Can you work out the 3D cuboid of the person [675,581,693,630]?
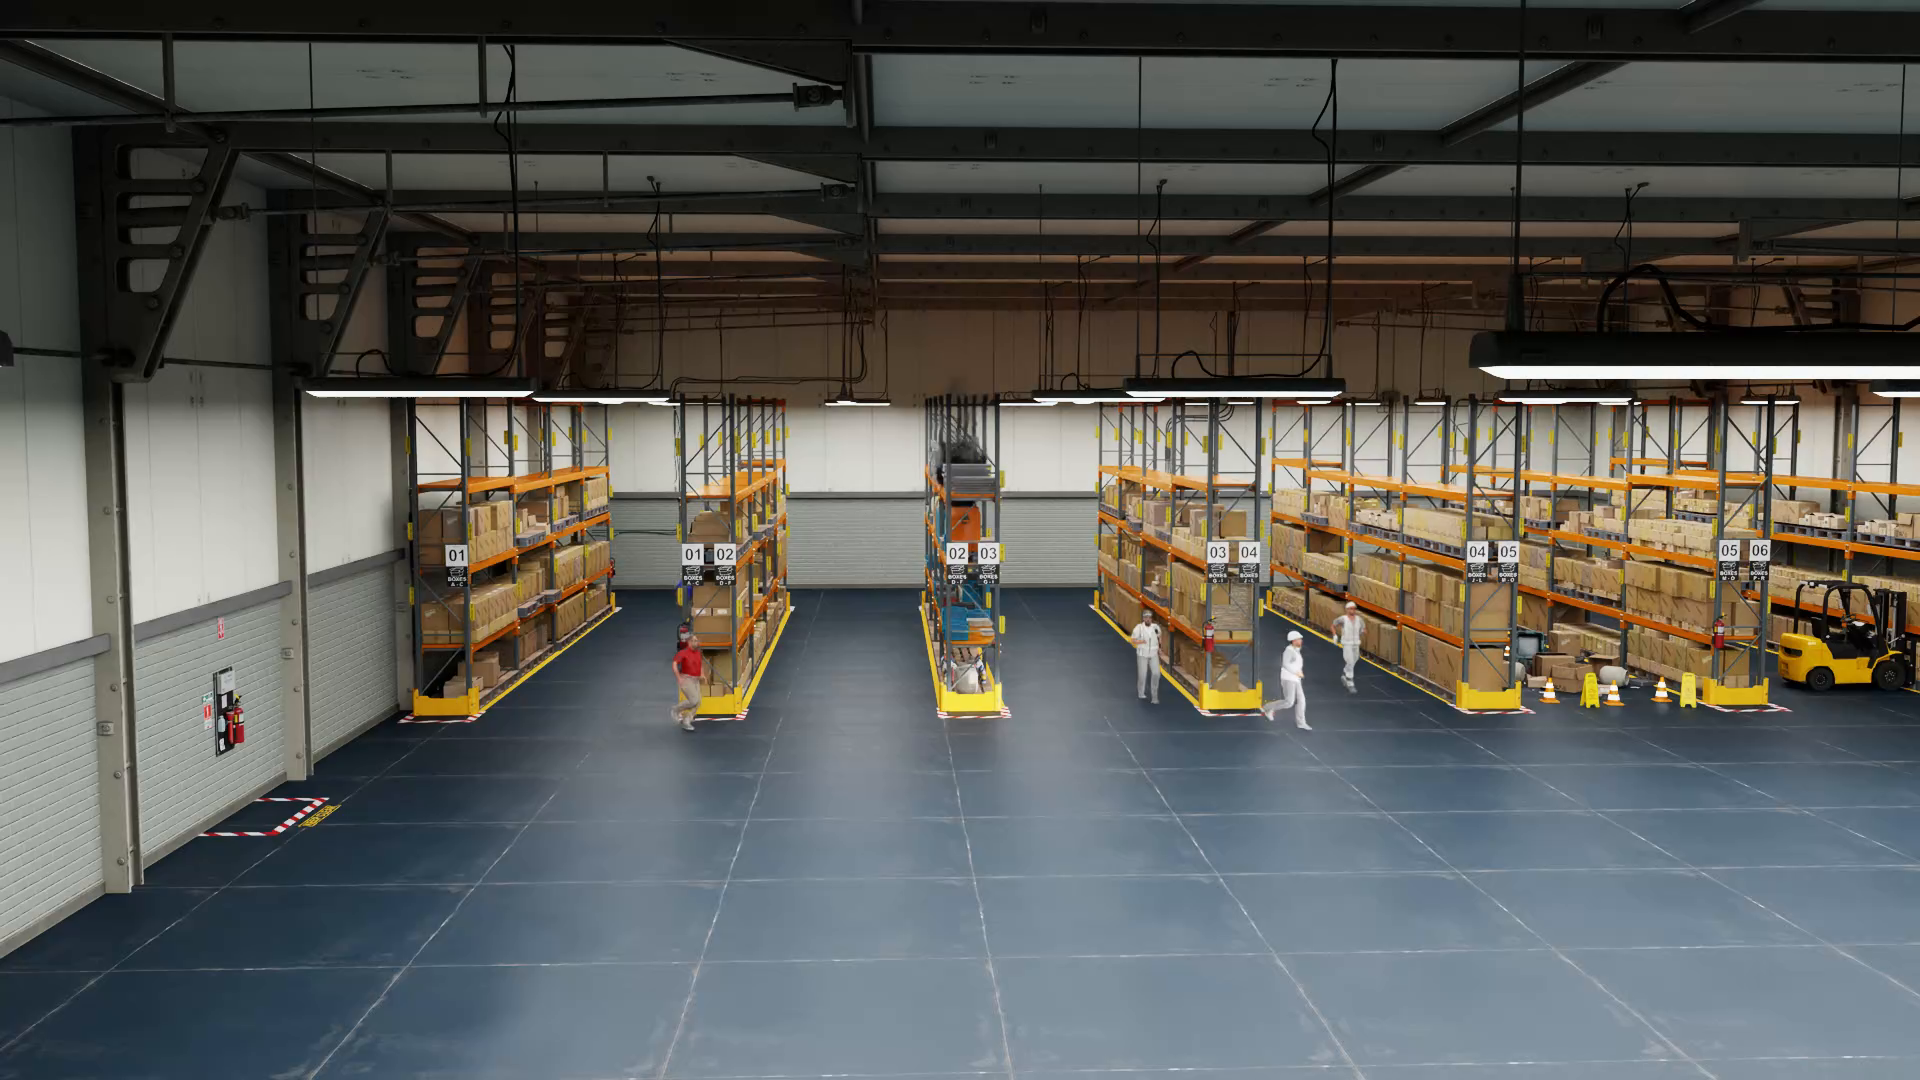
[{"bbox_3d":[-6.931,1.603,42.157,0.582,1.618,0.557,0,5,-3],"label":"person"}]

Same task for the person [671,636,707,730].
[{"bbox_3d":[-4.823,2.545,29.849,0.555,1.654,0.697,3,5,29],"label":"person"}]

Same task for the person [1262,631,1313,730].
[{"bbox_3d":[5.896,2.502,29.793,0.923,1.767,0.683,2,5,23],"label":"person"}]

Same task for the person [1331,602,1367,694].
[{"bbox_3d":[7.888,2.147,33.628,0.658,1.808,0.864,-1,5,-16],"label":"person"}]

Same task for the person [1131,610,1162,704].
[{"bbox_3d":[3.656,2.289,32.476,0.643,1.873,0.715,0,5,-4],"label":"person"}]
